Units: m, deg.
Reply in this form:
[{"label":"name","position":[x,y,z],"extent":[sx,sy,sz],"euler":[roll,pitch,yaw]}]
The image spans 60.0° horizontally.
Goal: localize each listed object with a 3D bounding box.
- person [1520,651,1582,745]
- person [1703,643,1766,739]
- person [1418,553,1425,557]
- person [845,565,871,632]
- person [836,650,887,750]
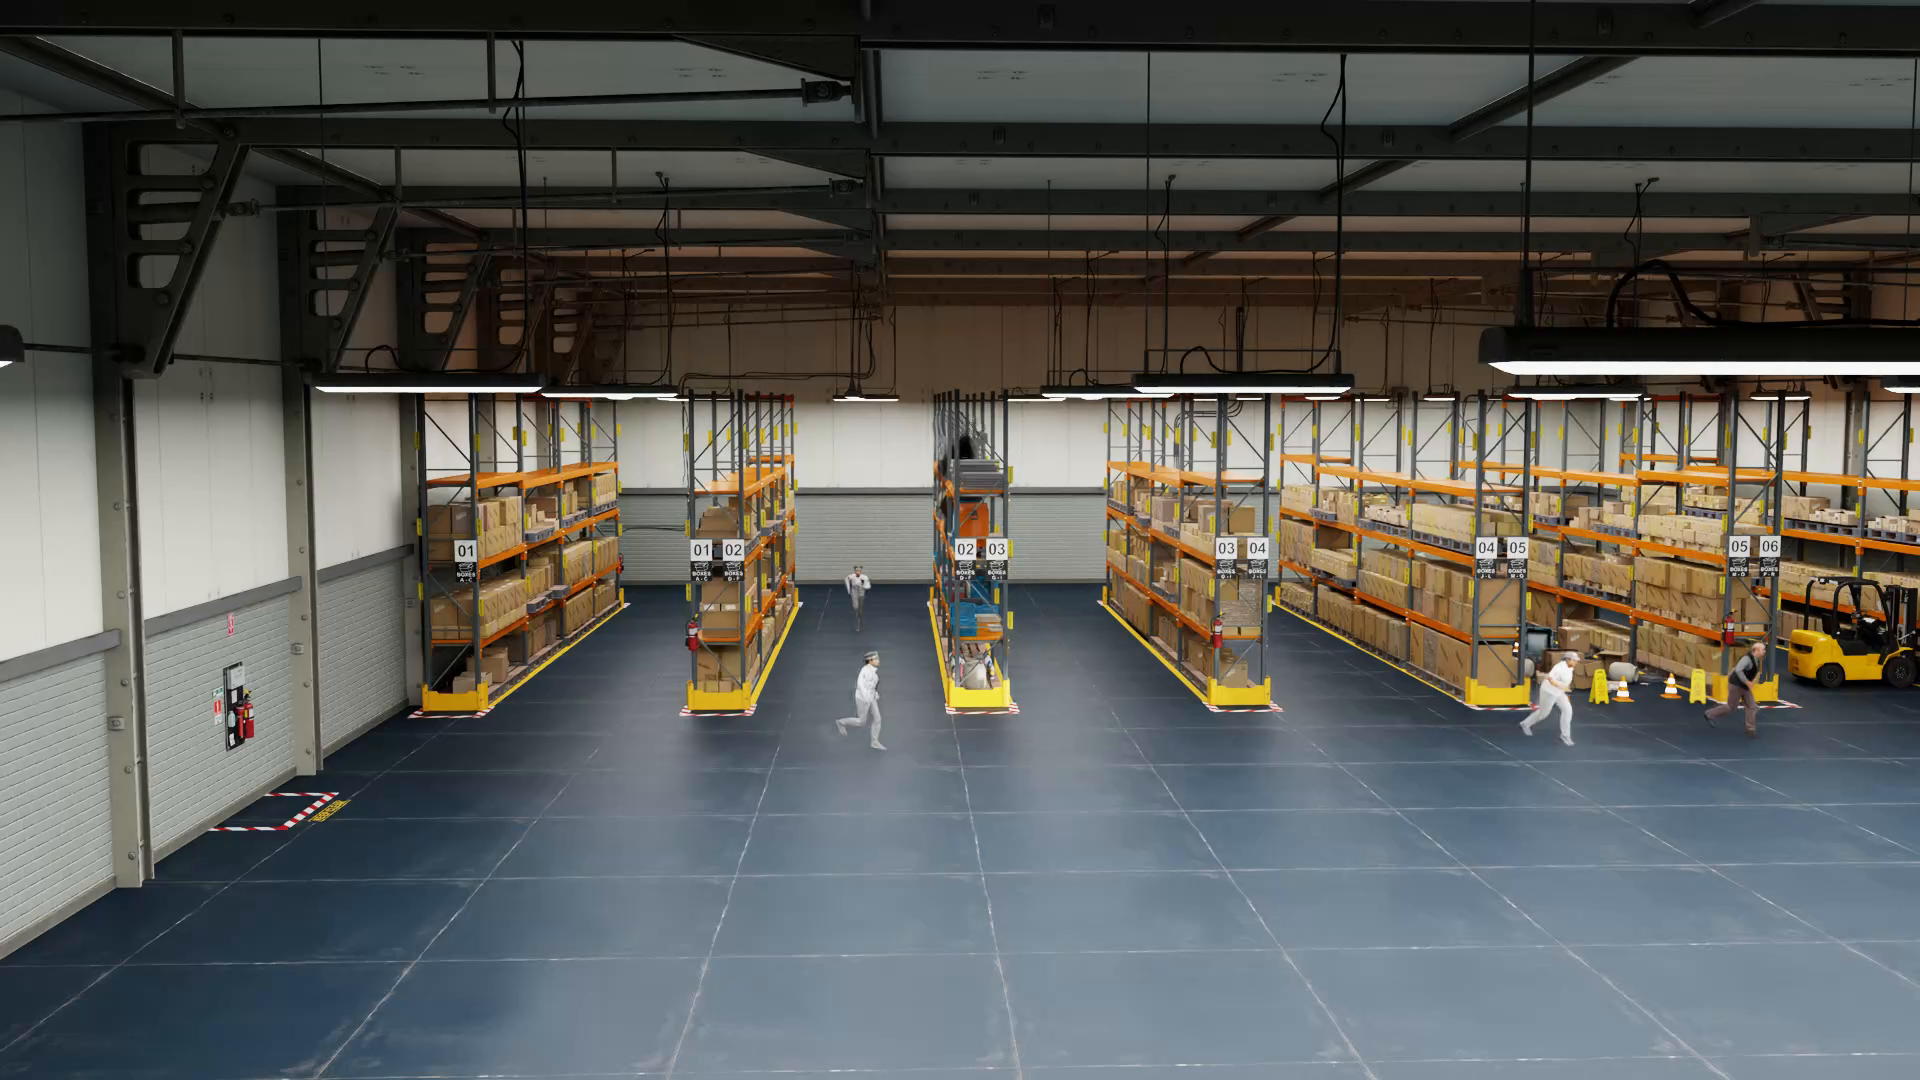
[{"label":"person","position":[10.051,2.658,28.266],"extent":[1.025,1.627,0.648],"euler":[5,7,44]},{"label":"person","position":[13.413,2.573,28.786],"extent":[0.995,1.677,0.687],"euler":[4,6,38]},{"label":"person","position":[12.316,1.222,44.426],"extent":[0.688,1.755,0.802],"euler":[-2,5,-19]},{"label":"person","position":[-2.594,1.459,42.268],"extent":[0.610,1.696,0.931],"euler":[-1,5,-12]},{"label":"person","position":[-1.631,2.665,27.726],"extent":[0.879,1.678,0.624],"euler":[1,5,17]}]
